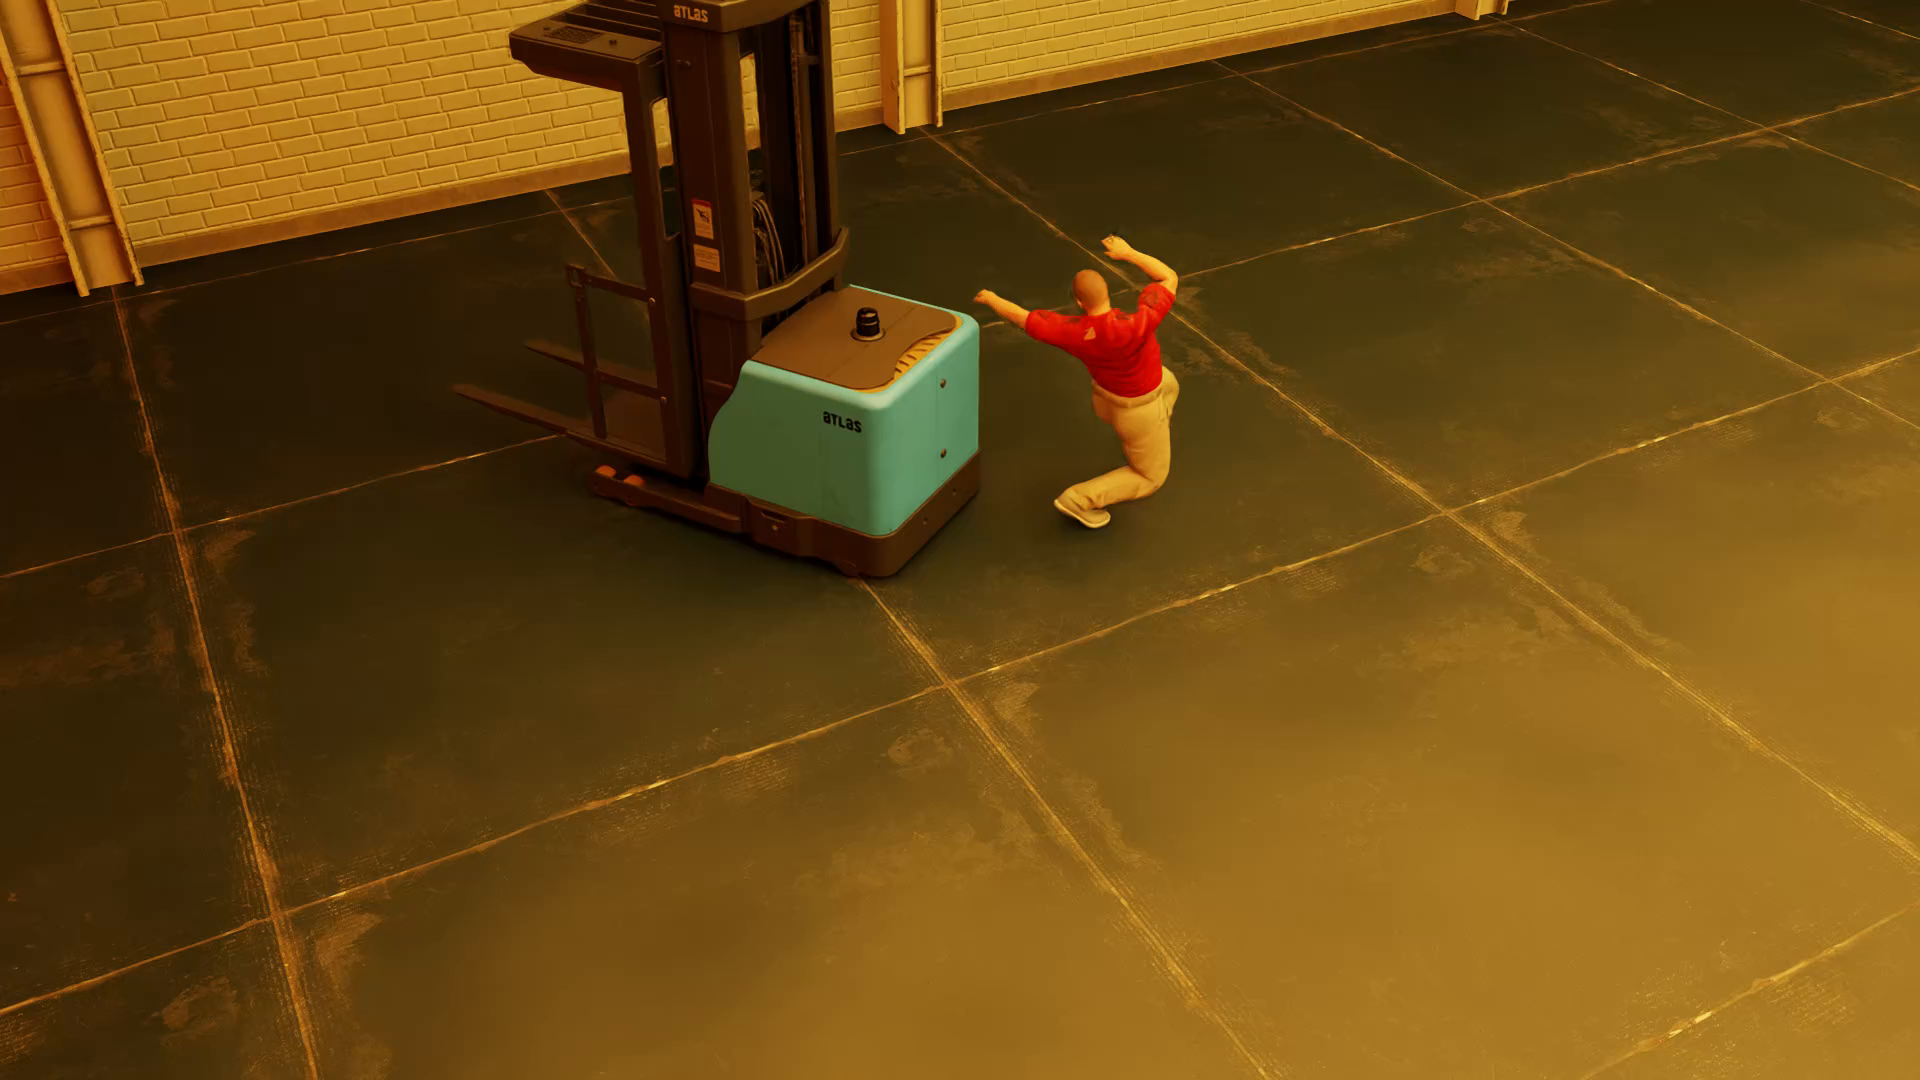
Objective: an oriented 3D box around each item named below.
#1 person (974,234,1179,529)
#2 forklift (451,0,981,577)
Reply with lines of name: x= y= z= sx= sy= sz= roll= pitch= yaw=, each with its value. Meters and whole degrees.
person: x=0.696 y=-0.915 z=8.701 sx=0.880 sy=1.535 sz=1.078 roll=-24 pitch=42 yaw=-30
forklift: x=-1.427 y=-1.622 z=8.418 sx=3.031 sy=2.935 sz=1.130 roll=18 pitch=39 yaw=23
